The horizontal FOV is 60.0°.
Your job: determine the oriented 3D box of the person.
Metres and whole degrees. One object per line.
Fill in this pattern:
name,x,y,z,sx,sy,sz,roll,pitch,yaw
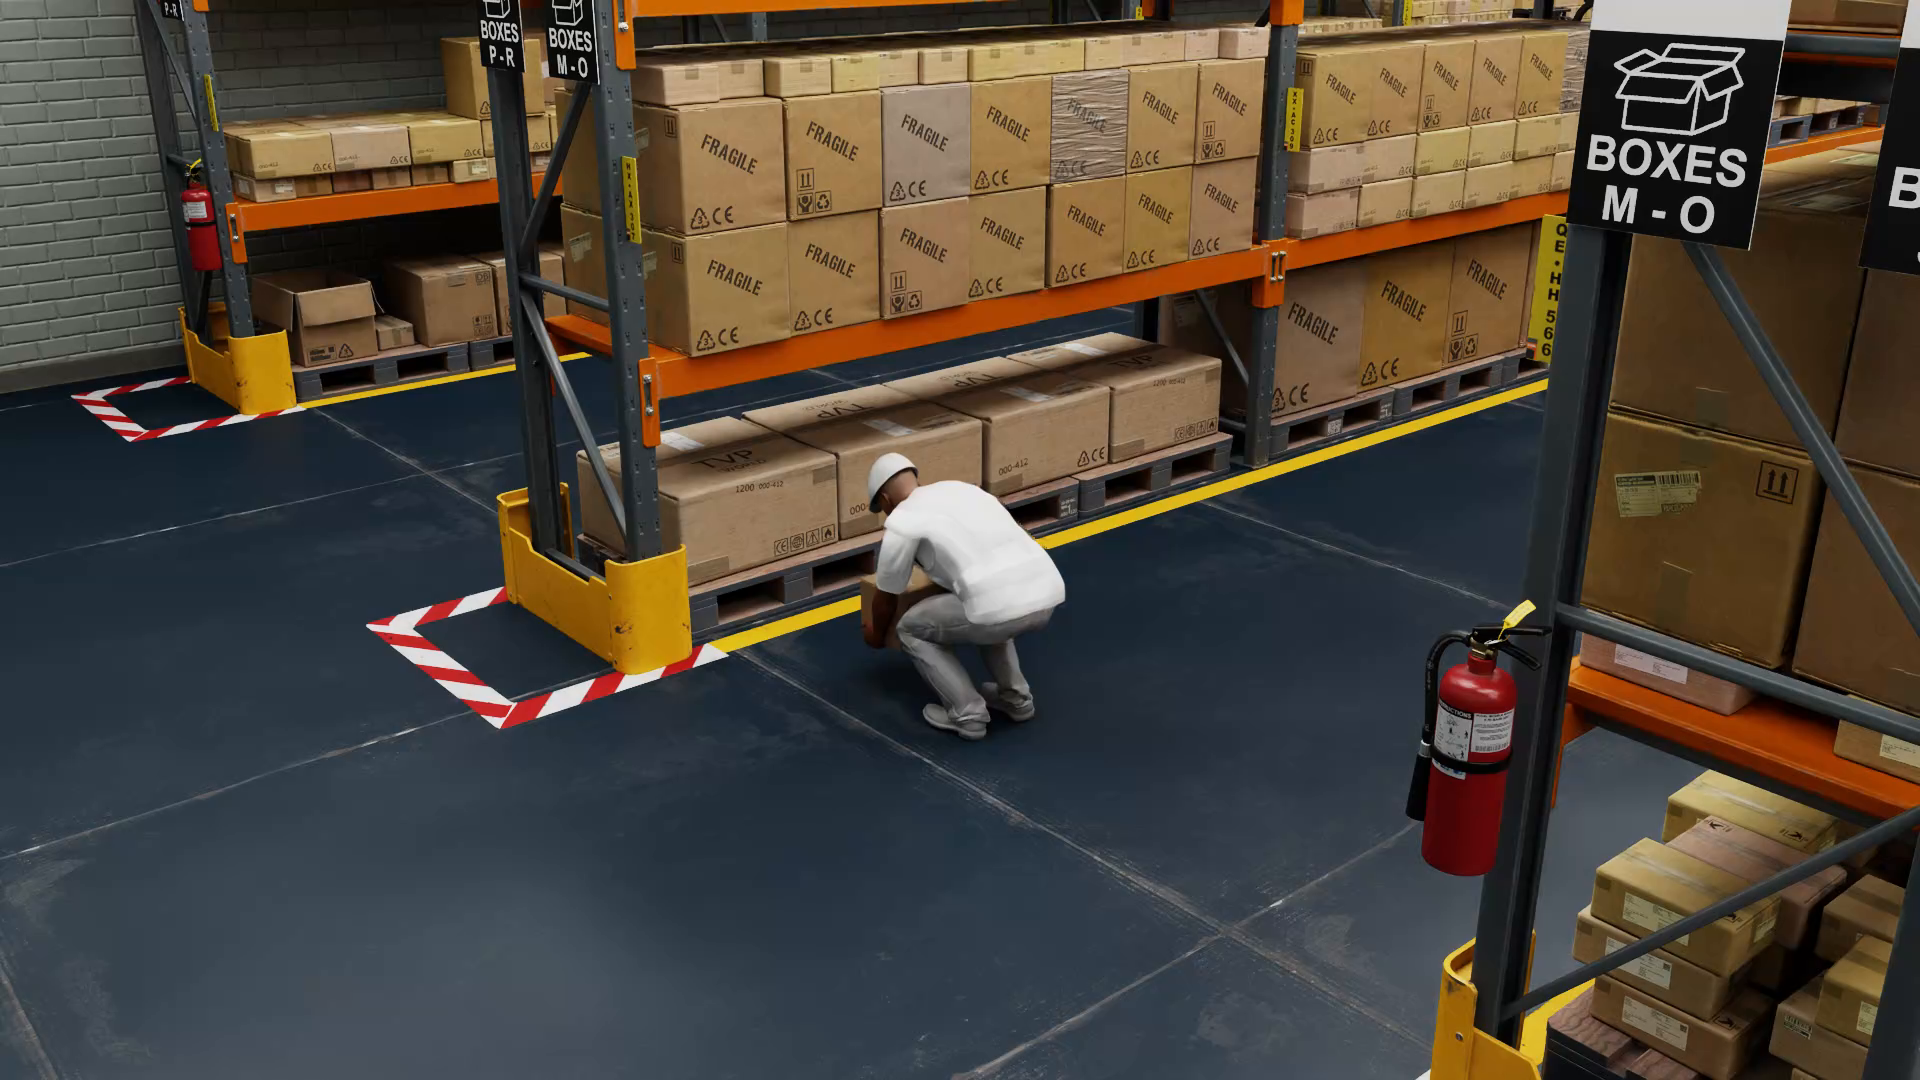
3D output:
person,-0.029,0.214,6.564,0.534,1.006,0.922,-18,27,-39
